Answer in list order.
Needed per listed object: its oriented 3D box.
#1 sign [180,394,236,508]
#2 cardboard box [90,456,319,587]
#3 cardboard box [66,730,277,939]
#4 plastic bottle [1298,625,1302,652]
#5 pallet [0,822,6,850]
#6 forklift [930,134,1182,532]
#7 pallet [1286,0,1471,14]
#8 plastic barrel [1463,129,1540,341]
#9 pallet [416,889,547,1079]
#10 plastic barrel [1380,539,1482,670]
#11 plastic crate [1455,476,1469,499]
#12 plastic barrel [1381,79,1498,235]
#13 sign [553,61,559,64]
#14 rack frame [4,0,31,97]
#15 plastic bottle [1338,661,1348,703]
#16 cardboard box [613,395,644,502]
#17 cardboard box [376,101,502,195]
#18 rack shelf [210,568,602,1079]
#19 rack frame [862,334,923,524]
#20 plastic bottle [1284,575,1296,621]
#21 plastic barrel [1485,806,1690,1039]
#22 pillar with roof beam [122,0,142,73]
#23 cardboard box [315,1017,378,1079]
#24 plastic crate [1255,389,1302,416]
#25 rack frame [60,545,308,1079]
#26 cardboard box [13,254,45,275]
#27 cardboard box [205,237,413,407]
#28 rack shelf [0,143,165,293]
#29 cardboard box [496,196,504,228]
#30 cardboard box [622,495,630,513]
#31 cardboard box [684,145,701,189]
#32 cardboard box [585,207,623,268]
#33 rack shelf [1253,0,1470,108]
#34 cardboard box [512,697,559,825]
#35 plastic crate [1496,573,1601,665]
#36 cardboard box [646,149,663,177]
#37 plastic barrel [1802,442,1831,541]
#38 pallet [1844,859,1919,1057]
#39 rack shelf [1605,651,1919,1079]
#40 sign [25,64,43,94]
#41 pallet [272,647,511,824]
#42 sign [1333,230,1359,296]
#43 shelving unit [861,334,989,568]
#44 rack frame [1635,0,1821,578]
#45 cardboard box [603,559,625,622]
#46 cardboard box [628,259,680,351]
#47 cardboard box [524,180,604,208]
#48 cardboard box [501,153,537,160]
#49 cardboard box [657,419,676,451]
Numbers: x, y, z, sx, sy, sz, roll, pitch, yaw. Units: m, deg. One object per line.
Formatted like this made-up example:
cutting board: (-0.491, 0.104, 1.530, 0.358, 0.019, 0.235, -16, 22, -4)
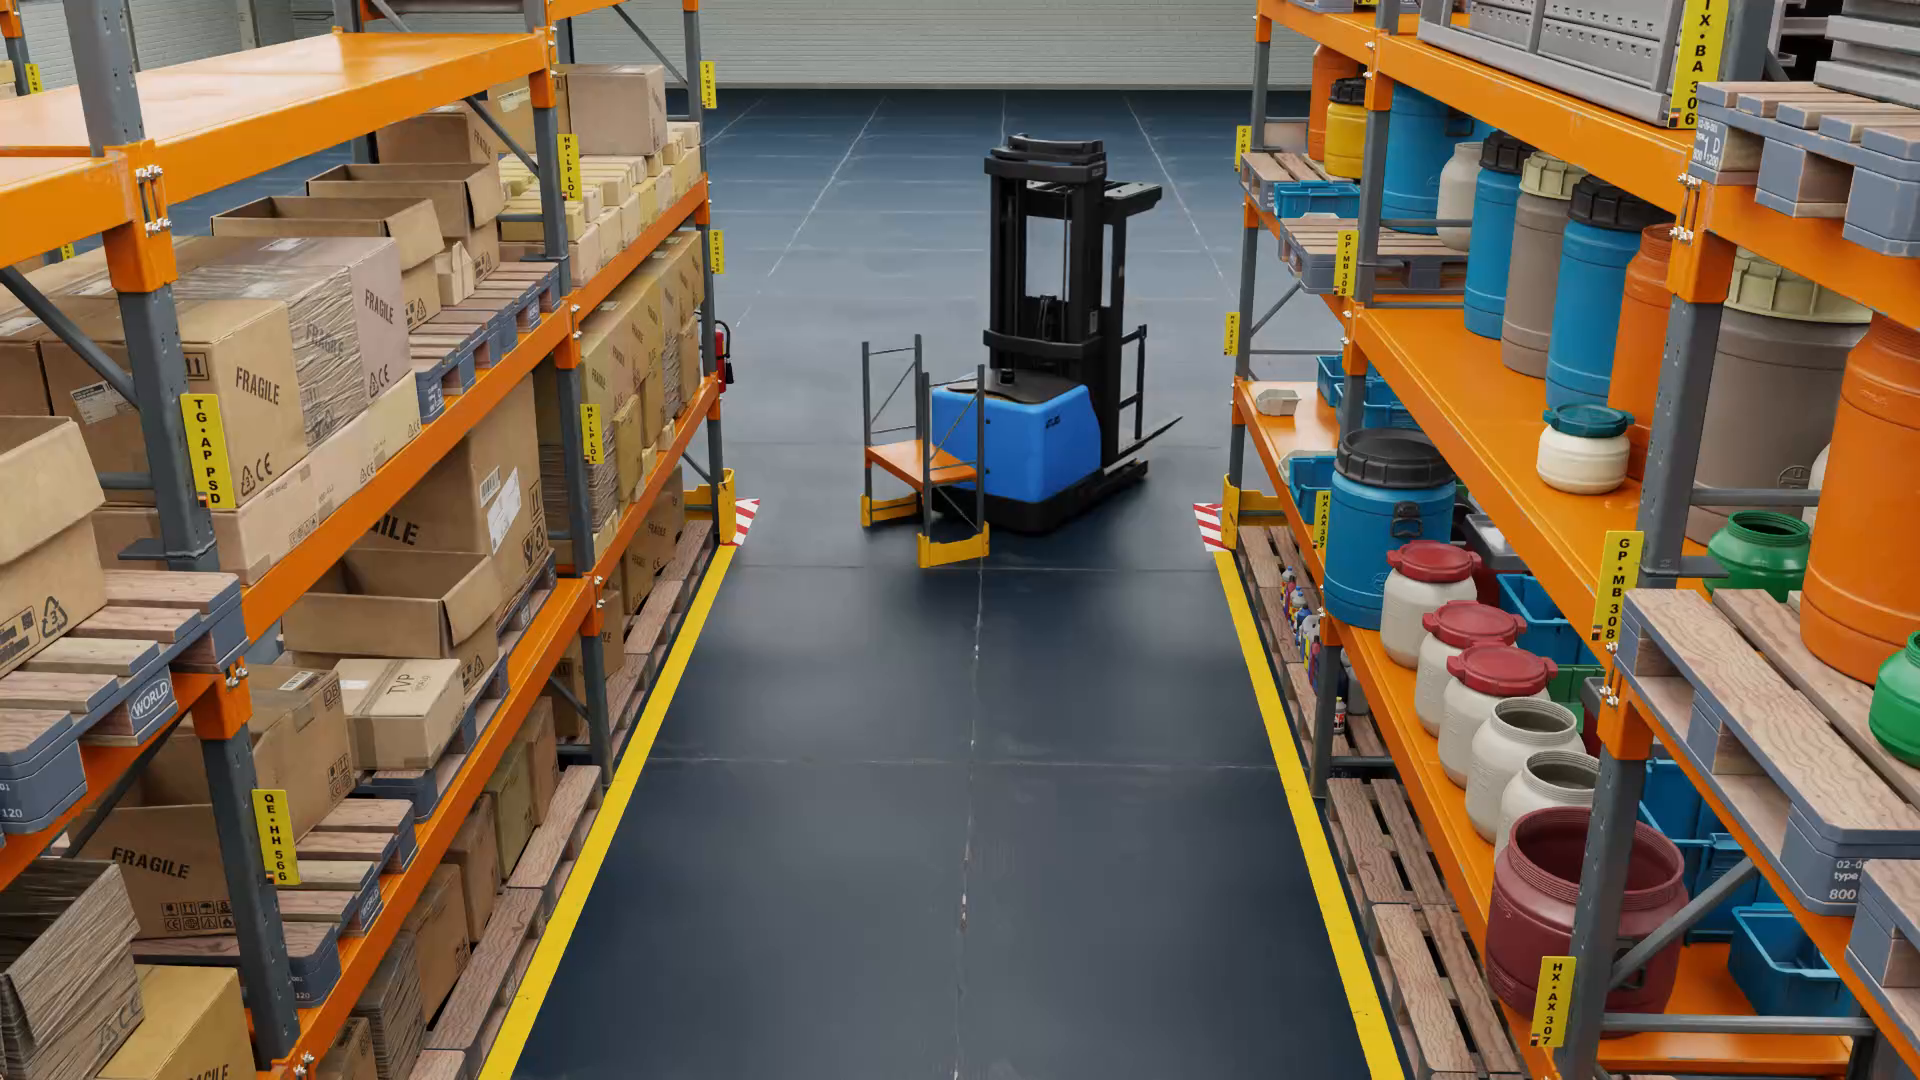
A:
sign: (-2.049, -0.240, 4.530, 0.100, 0.325, 0.005, 1, 21, 2)
cardboard box: (-2.334, -0.069, 5.119, 0.500, 0.250, 0.500, 1, 21, 3)
cardboard box: (-2.627, 0.989, 5.614, 0.500, 0.500, 0.500, -2, 21, -5)
plastic bottle: (2.202, 0.611, 10.568, 0.097, 0.201, 0.097, 0, 21, 0)
pallet: (-2.601, 0.755, 3.052, 1.003, 0.211, 1.213, 2, 21, 4)
forklift: (0.968, -1.912, 13.905, 1.130, 2.935, 3.031, 13, 25, 30)
pallet: (2.501, -3.228, 9.721, 1.003, 0.211, 1.213, 1, 21, 2)
plastic barrel: (2.671, -1.411, 7.678, 0.600, 0.901, 0.708, 1, 21, 2)
pallet: (-2.538, 2.005, 7.571, 1.003, 0.211, 1.213, 1, 21, 2)
plastic barrel: (2.221, 0.316, 7.881, 0.433, 0.535, 0.433, 0, 21, 0)
plastic crate: (2.793, -0.354, 10.086, 0.450, 0.188, 0.662, 1, 21, 2)
plastic barrel: (2.607, -2.151, 9.006, 0.600, 0.901, 0.708, 1, 21, 2)
sign: (-2.902, -3.277, 11.974, 0.100, 0.325, 0.005, 1, 21, 2)
rack frame: (-7.314, -4.353, 11.809, 1.000, 3.000, 0.127, 1, 21, 2)
plastic bottle: (2.201, 0.829, 9.799, 0.144, 0.351, 0.185, 0, 21, 0)
cardboard box: (-2.355, -0.547, 9.742, 0.875, 0.500, 0.500, 1, 21, 2)
cardboard box: (-2.723, -2.001, 8.653, 0.500, 0.500, 0.500, 0, 21, 0)
rack shelf: (-2.542, 1.039, 7.198, 1.077, 0.370, 4.000, 1, 21, 2)
rack frame: (-0.530, -0.873, 13.204, 0.500, 1.500, 0.032, -11, 24, -26)
plastic bottle: (2.199, 0.384, 11.039, 0.061, 0.283, 0.133, 1, 21, 3)
plastic barrel: (2.059, 1.247, 5.480, 0.600, 0.536, 0.708, 1, 21, 2)
pillar with roof beam: (-13.116, -12.813, 33.611, 9.100, 9.000, 0.400, 1, 21, 2)
cardboard box: (-2.603, 2.145, 6.202, 0.700, 0.500, 0.500, 0, 21, -1)
plastic crate: (2.242, -0.968, 11.741, 0.298, 0.136, 0.250, 1, 21, 2)
rack frame: (-2.603, 1.427, 5.204, 1.000, 3.000, 0.127, 1, 21, 2)
cardboard box: (-7.364, -1.996, 12.327, 0.875, 0.550, 0.550, 1, 21, 2)
cardboard box: (-2.304, -0.783, 5.925, 0.500, 0.500, 0.500, 0, 21, 0)
rack shelf: (-2.664, -0.125, 2.458, 1.077, 0.370, 4.000, 1, 21, 2)
cardboard box: (-2.661, -1.750, 8.902, 0.380, 0.149, 0.250, 1, 21, 2)
cardboard box: (-2.175, -0.248, 9.868, 0.380, 0.149, 0.250, 1, 21, 2)
cardboard box: (-2.120, -2.617, 11.687, 0.500, 0.250, 0.500, 1, 21, 3)
cardboard box: (-2.201, -1.699, 9.321, 0.500, 0.250, 0.500, 0, 21, 1)
rack shelf: (2.530, -2.963, 9.772, 1.077, 0.370, 4.000, 1, 21, 2)
cardboard box: (-2.522, 1.163, 8.733, 0.700, 0.500, 0.500, -1, 21, -3)
plastic crate: (2.747, 0.445, 7.757, 0.392, 0.384, 0.575, 1, 21, 2)
cardboard box: (-2.103, -2.406, 10.592, 0.380, 0.149, 0.250, 0, 21, -1)
plastic barrel: (2.663, -0.078, 4.782, 0.421, 0.512, 0.421, 0, 21, 0)
pallet: (2.184, 0.923, 2.618, 1.003, 0.211, 1.213, 1, 21, 2)
rack shelf: (2.287, 1.142, 2.788, 1.077, 0.370, 4.000, 1, 21, 2)
sign: (-6.772, -3.320, 12.177, 0.100, 0.325, 0.005, 1, 21, 2)
pallet: (-2.584, 0.800, 7.085, 1.003, 0.211, 1.213, 1, 21, 2)
sign: (1.920, -1.377, 8.273, 0.100, 0.325, 0.005, 1, 21, 2)
shelving unit: (-0.284, -0.708, 12.780, 0.587, 1.500, 1.083, -11, 24, -26)
rack frame: (2.348, -1.315, 3.979, 1.000, 3.000, 0.127, 1, 21, 2)
cardboard box: (-2.479, 0.374, 10.794, 0.500, 0.500, 0.500, -1, 21, -3)
cardboard box: (-2.157, -1.554, 10.955, 0.500, 0.500, 0.500, 1, 21, 2)
cardboard box: (-2.230, -1.932, 9.371, 0.380, 0.149, 0.250, 1, 21, 3)
cardboard box: (-2.634, -2.322, 10.376, 0.380, 0.149, 0.250, 0, 21, 1)
cardboard box: (-2.103, -0.699, 11.032, 0.380, 0.149, 0.250, 1, 21, 2)
